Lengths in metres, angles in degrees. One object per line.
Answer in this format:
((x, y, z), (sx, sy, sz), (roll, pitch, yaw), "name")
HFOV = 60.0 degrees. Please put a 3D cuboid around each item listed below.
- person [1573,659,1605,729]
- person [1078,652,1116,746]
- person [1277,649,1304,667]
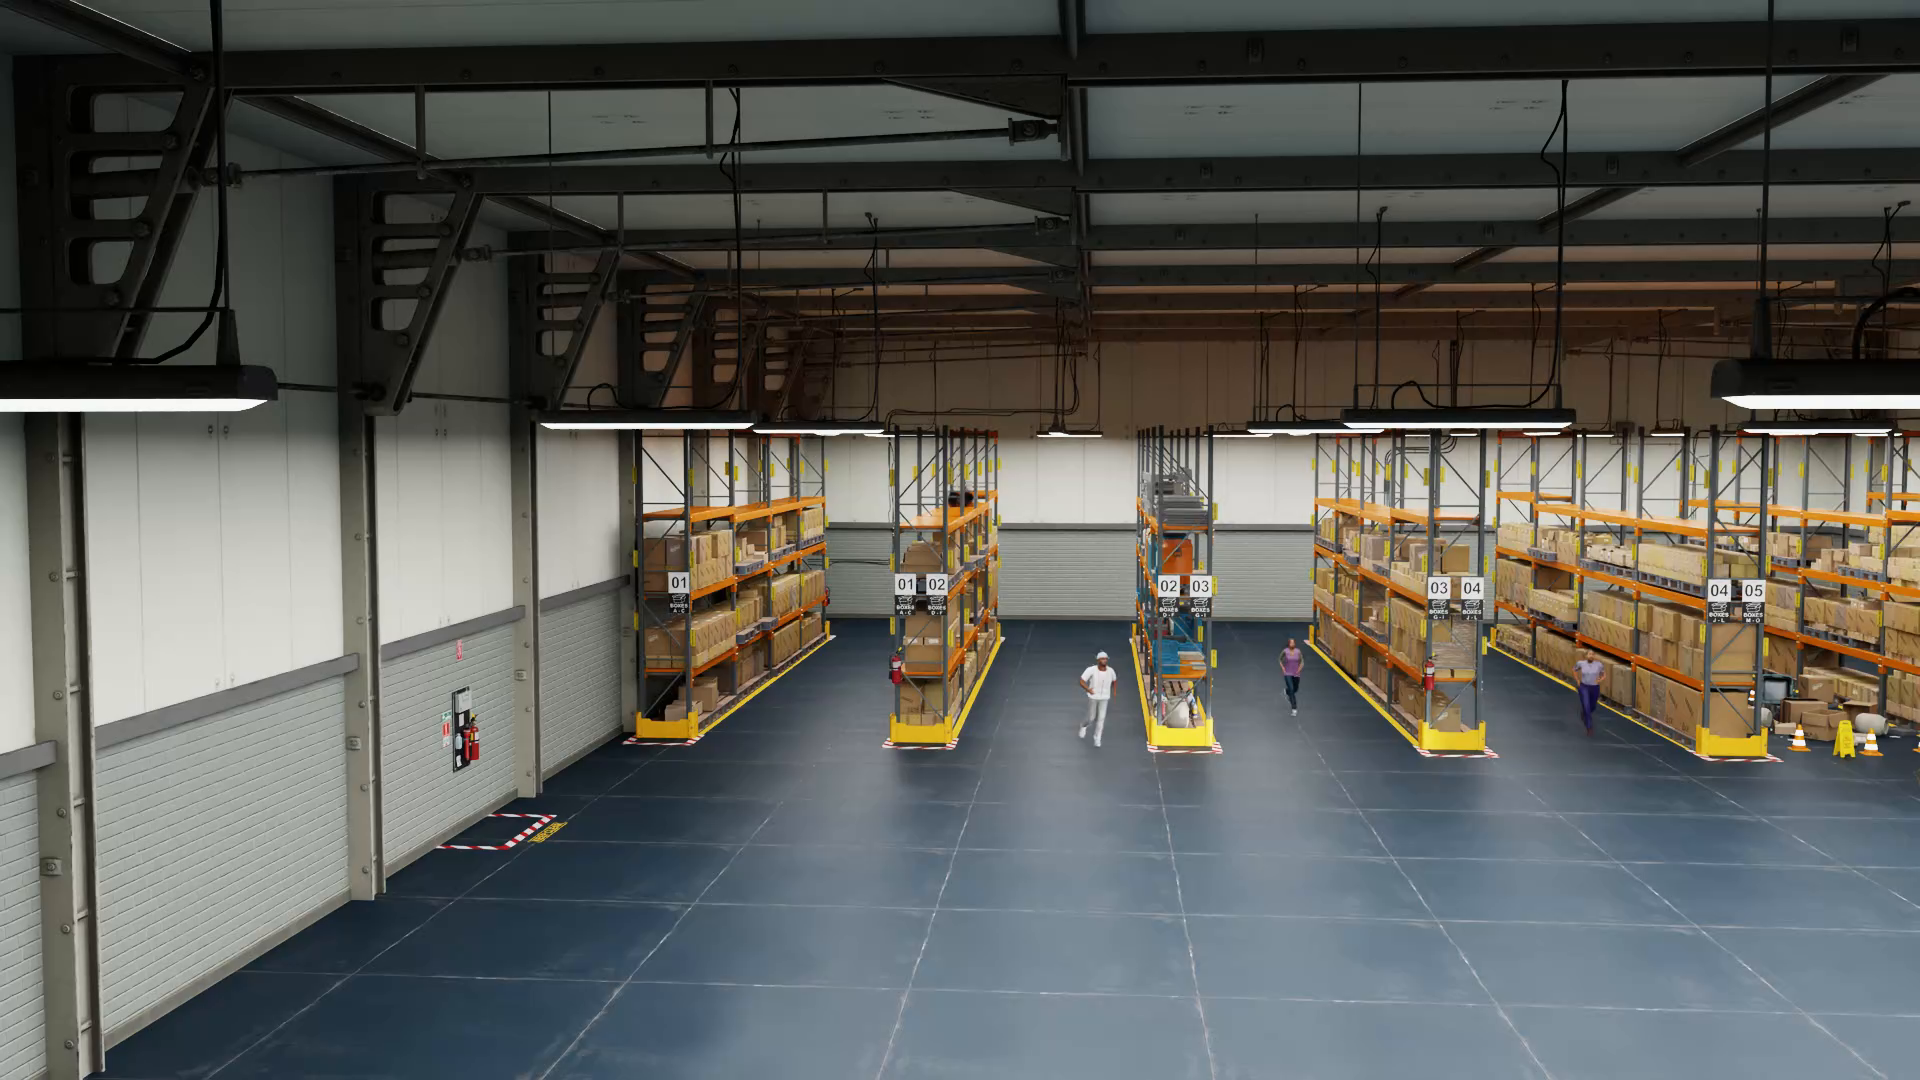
((12.329, 2.981, 32.598), (0.546, 1.336, 0.921), (0, 3, 1), "person")
((2.645, 2.968, 31.300), (0.718, 1.720, 0.920), (-1, 4, -12), "person")
((6.977, 2.576, 34.969), (0.512, 0.571, 0.372), (0, 3, -7), "person")
